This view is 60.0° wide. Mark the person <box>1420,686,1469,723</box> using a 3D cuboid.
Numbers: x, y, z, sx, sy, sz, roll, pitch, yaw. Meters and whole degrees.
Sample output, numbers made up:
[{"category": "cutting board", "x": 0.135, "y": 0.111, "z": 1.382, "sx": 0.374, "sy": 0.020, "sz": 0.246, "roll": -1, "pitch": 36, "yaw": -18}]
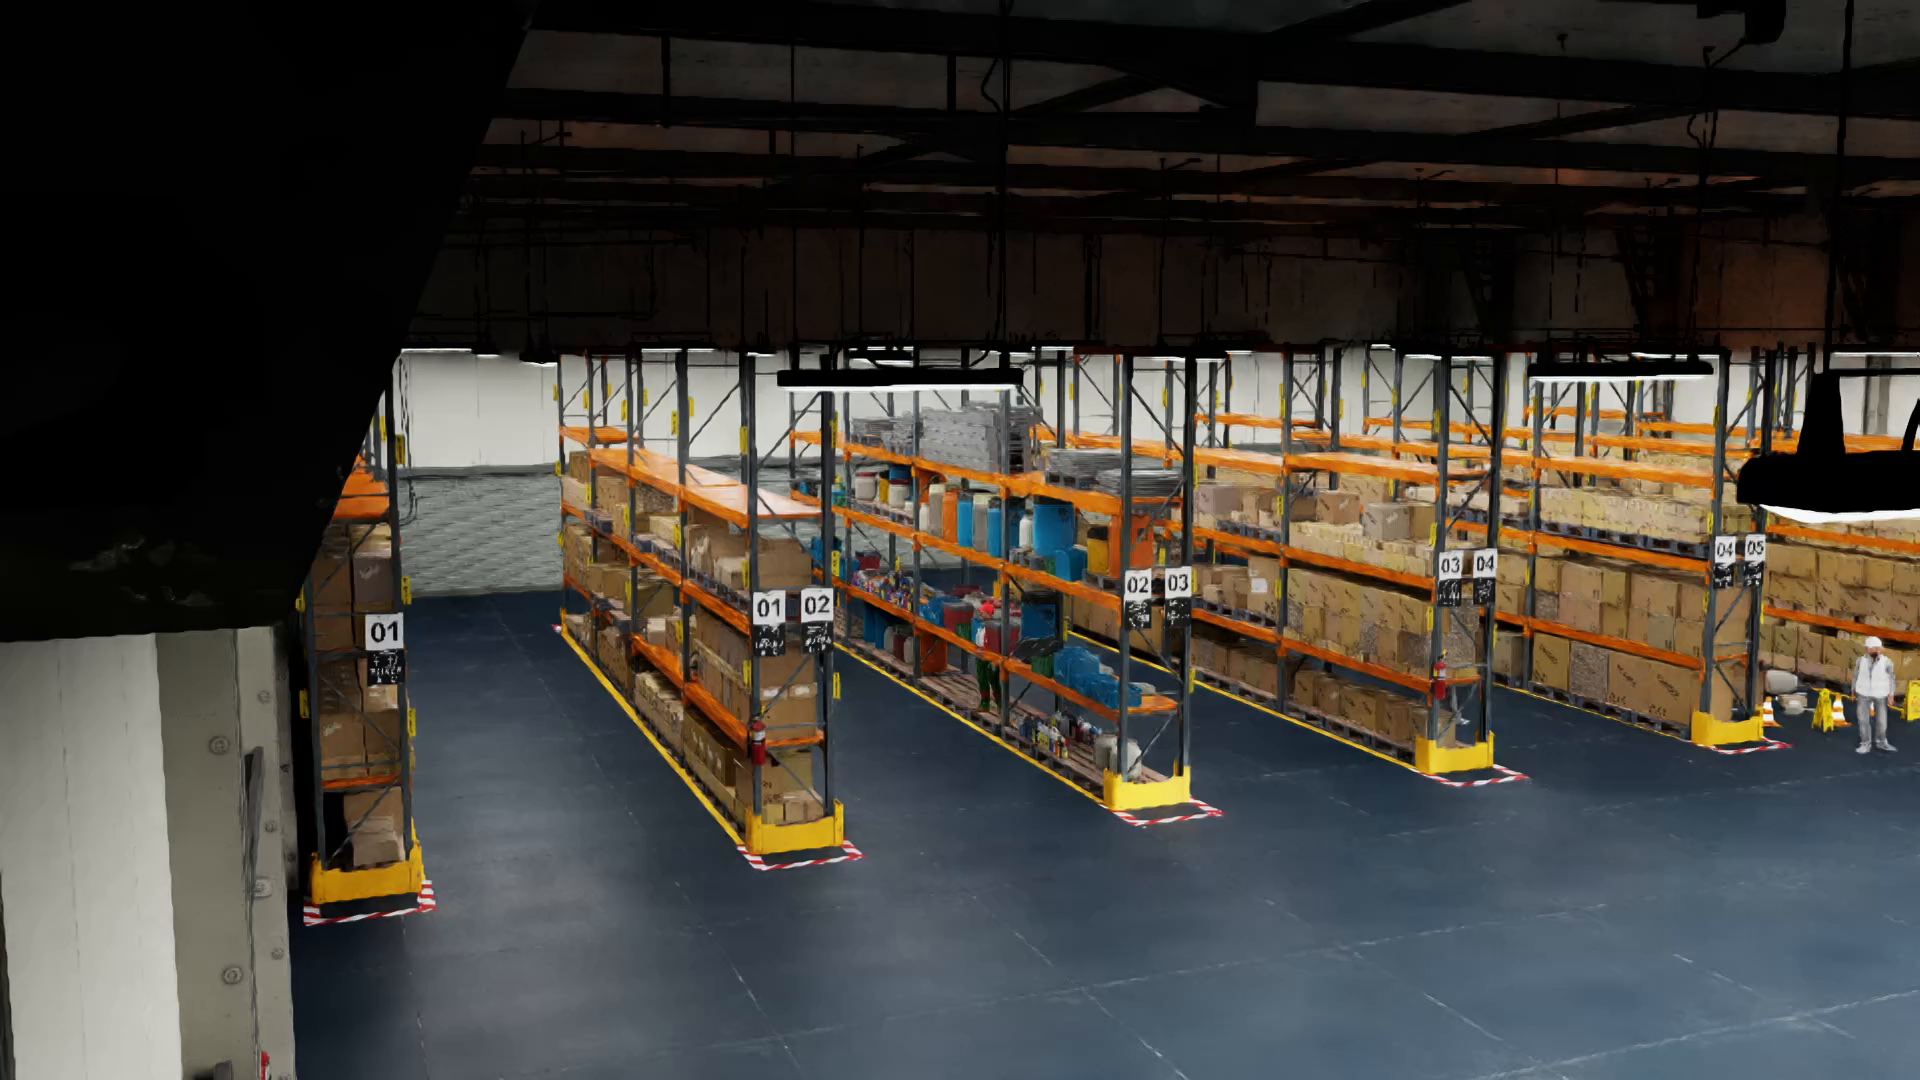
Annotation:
[{"category": "person", "x": 7.763, "y": 2.165, "z": 26.806, "sx": 0.419, "sy": 1.514, "sz": 1.038, "roll": -3, "pitch": 8, "yaw": -23}]

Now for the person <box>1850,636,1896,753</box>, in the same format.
[{"category": "person", "x": 13.720, "y": 2.303, "z": 24.945, "sx": 0.631, "sy": 1.766, "sz": 0.544, "roll": 6, "pitch": 9, "yaw": 40}]

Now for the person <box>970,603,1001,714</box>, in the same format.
[{"category": "person", "x": 0.454, "y": 1.883, "z": 26.511, "sx": 0.493, "sy": 1.792, "sz": 0.621, "roll": -4, "pitch": 8, "yaw": -29}]

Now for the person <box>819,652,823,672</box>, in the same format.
[{"category": "person", "x": -2.665, "y": 1.663, "z": 30.827, "sx": 0.562, "sy": 1.530, "sz": 0.815, "roll": -2, "pitch": 8, "yaw": -15}]
